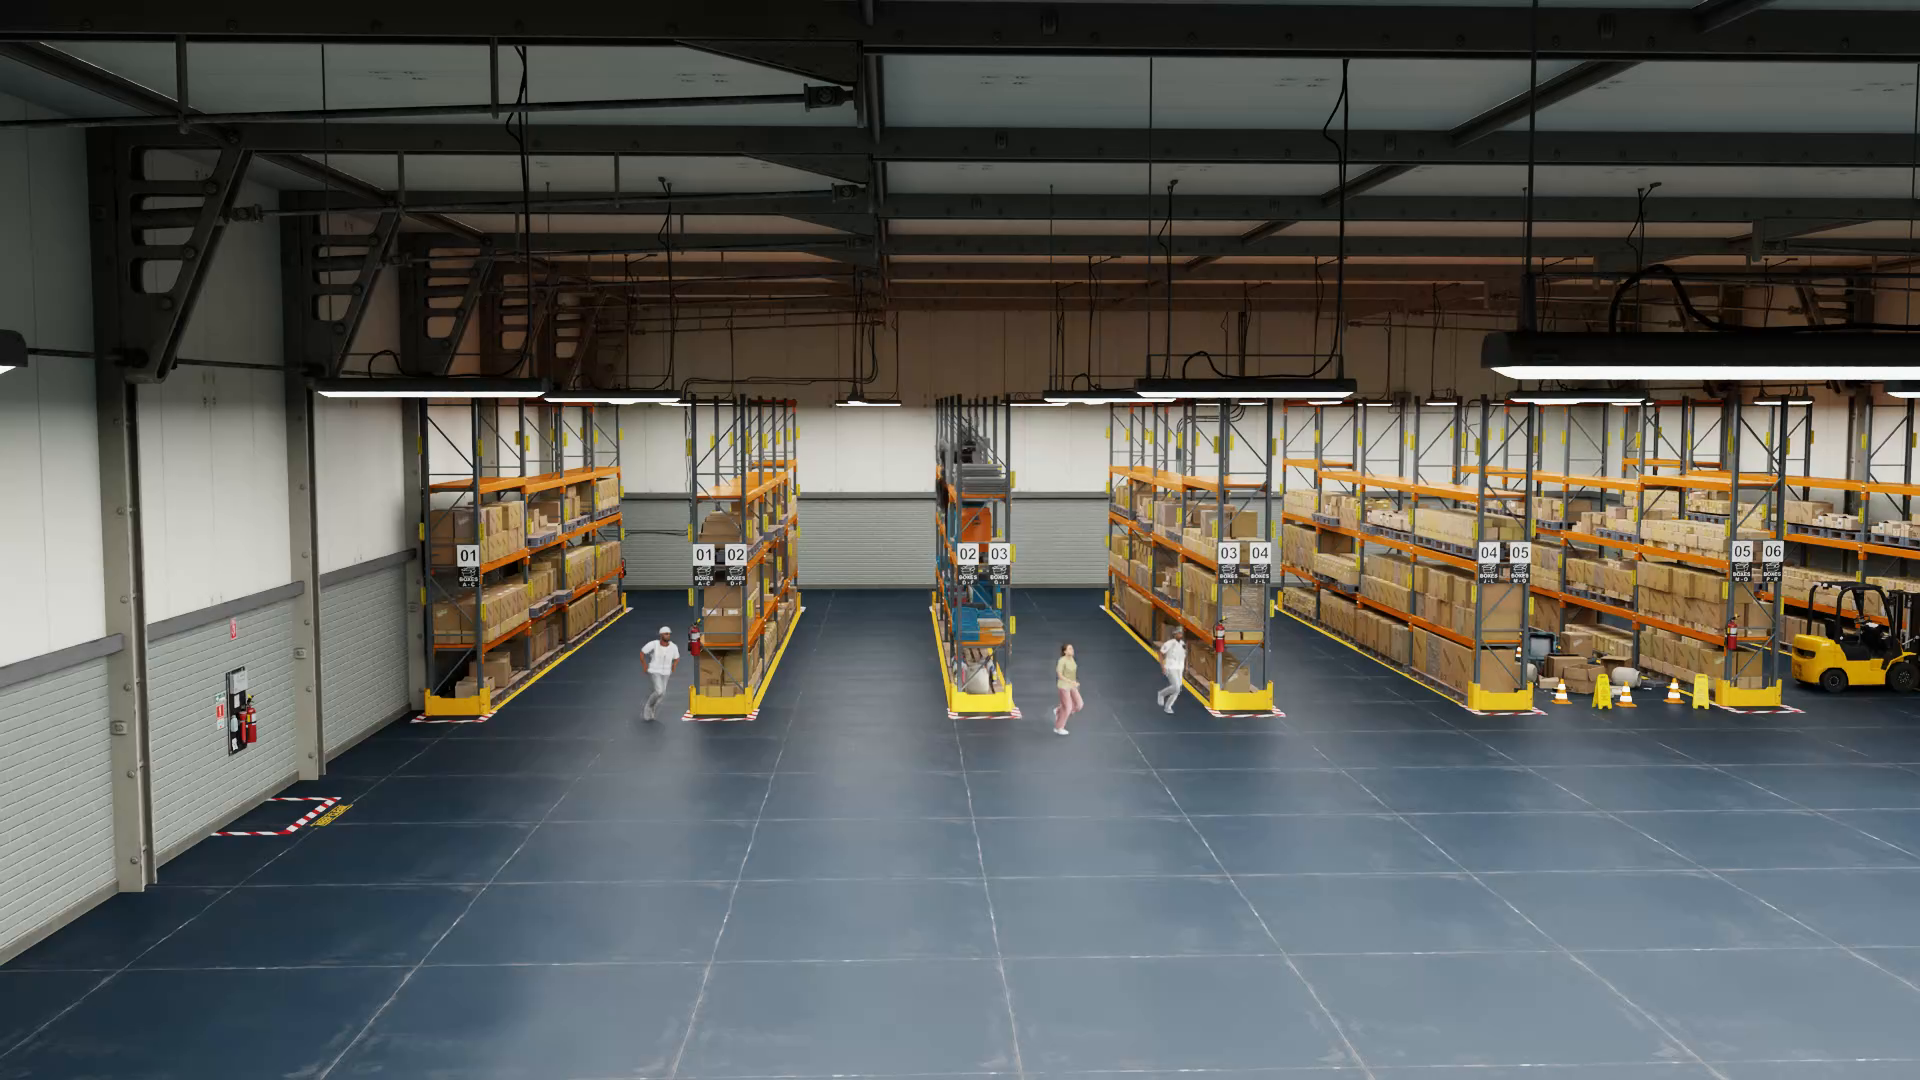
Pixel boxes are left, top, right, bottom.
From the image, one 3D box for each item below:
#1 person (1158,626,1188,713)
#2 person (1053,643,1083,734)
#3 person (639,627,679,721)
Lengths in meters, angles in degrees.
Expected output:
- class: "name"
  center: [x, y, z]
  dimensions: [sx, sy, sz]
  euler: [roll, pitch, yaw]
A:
- class: "person"
  center: [4.085, 2.440, 31.425]
  dimensions: [0.612, 1.623, 0.514]
  euler: [-3, 5, -31]
- class: "person"
  center: [1.903, 2.609, 29.327]
  dimensions: [0.602, 1.628, 0.601]
  euler: [3, 6, 35]
- class: "person"
  center: [-5.484, 2.455, 30.577]
  dimensions: [0.728, 1.712, 0.622]
  euler: [-3, 6, -36]
